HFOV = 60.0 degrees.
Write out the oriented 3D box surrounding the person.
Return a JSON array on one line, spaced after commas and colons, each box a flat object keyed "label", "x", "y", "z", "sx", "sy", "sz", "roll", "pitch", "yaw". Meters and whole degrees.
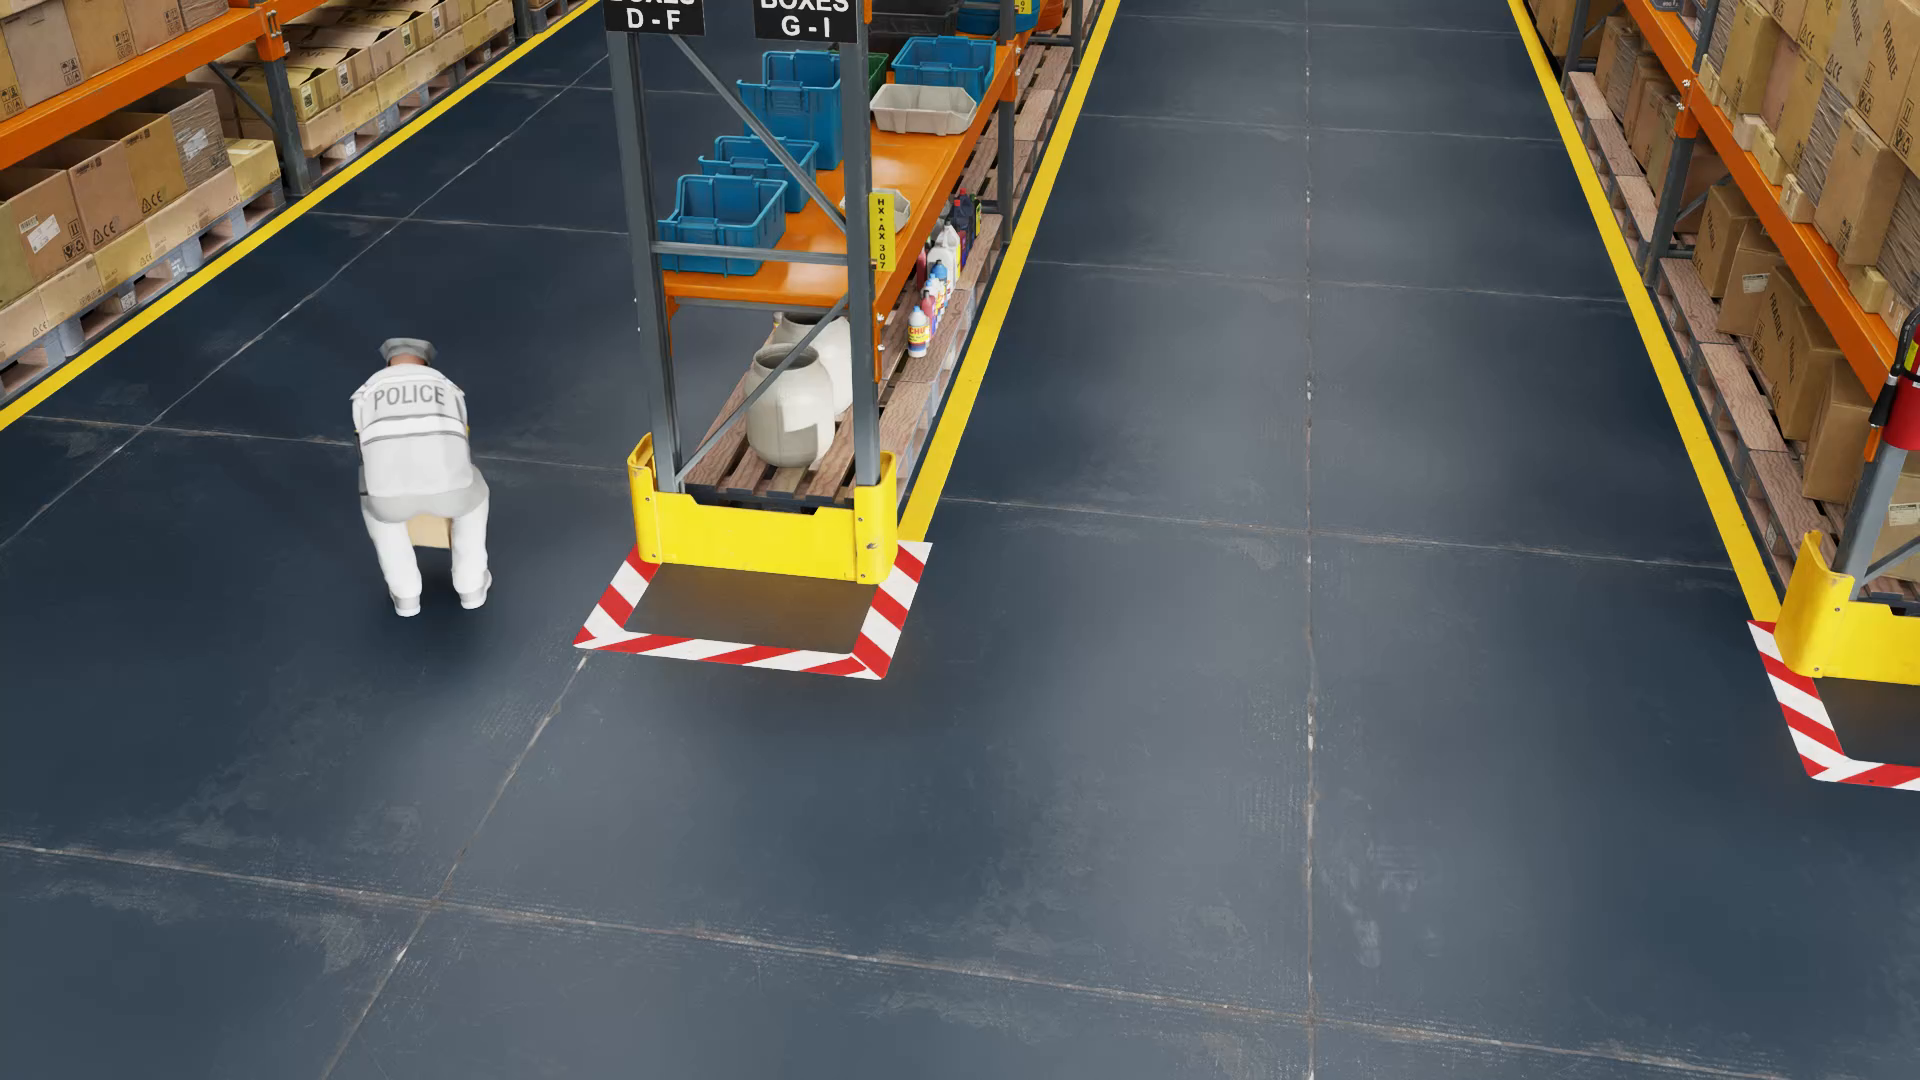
[{"label": "person", "x": -2.350, "y": -0.271, "z": 7.265, "sx": 0.544, "sy": 1.007, "sz": 1.026, "roll": -8, "pitch": 33, "yaw": -13}]
